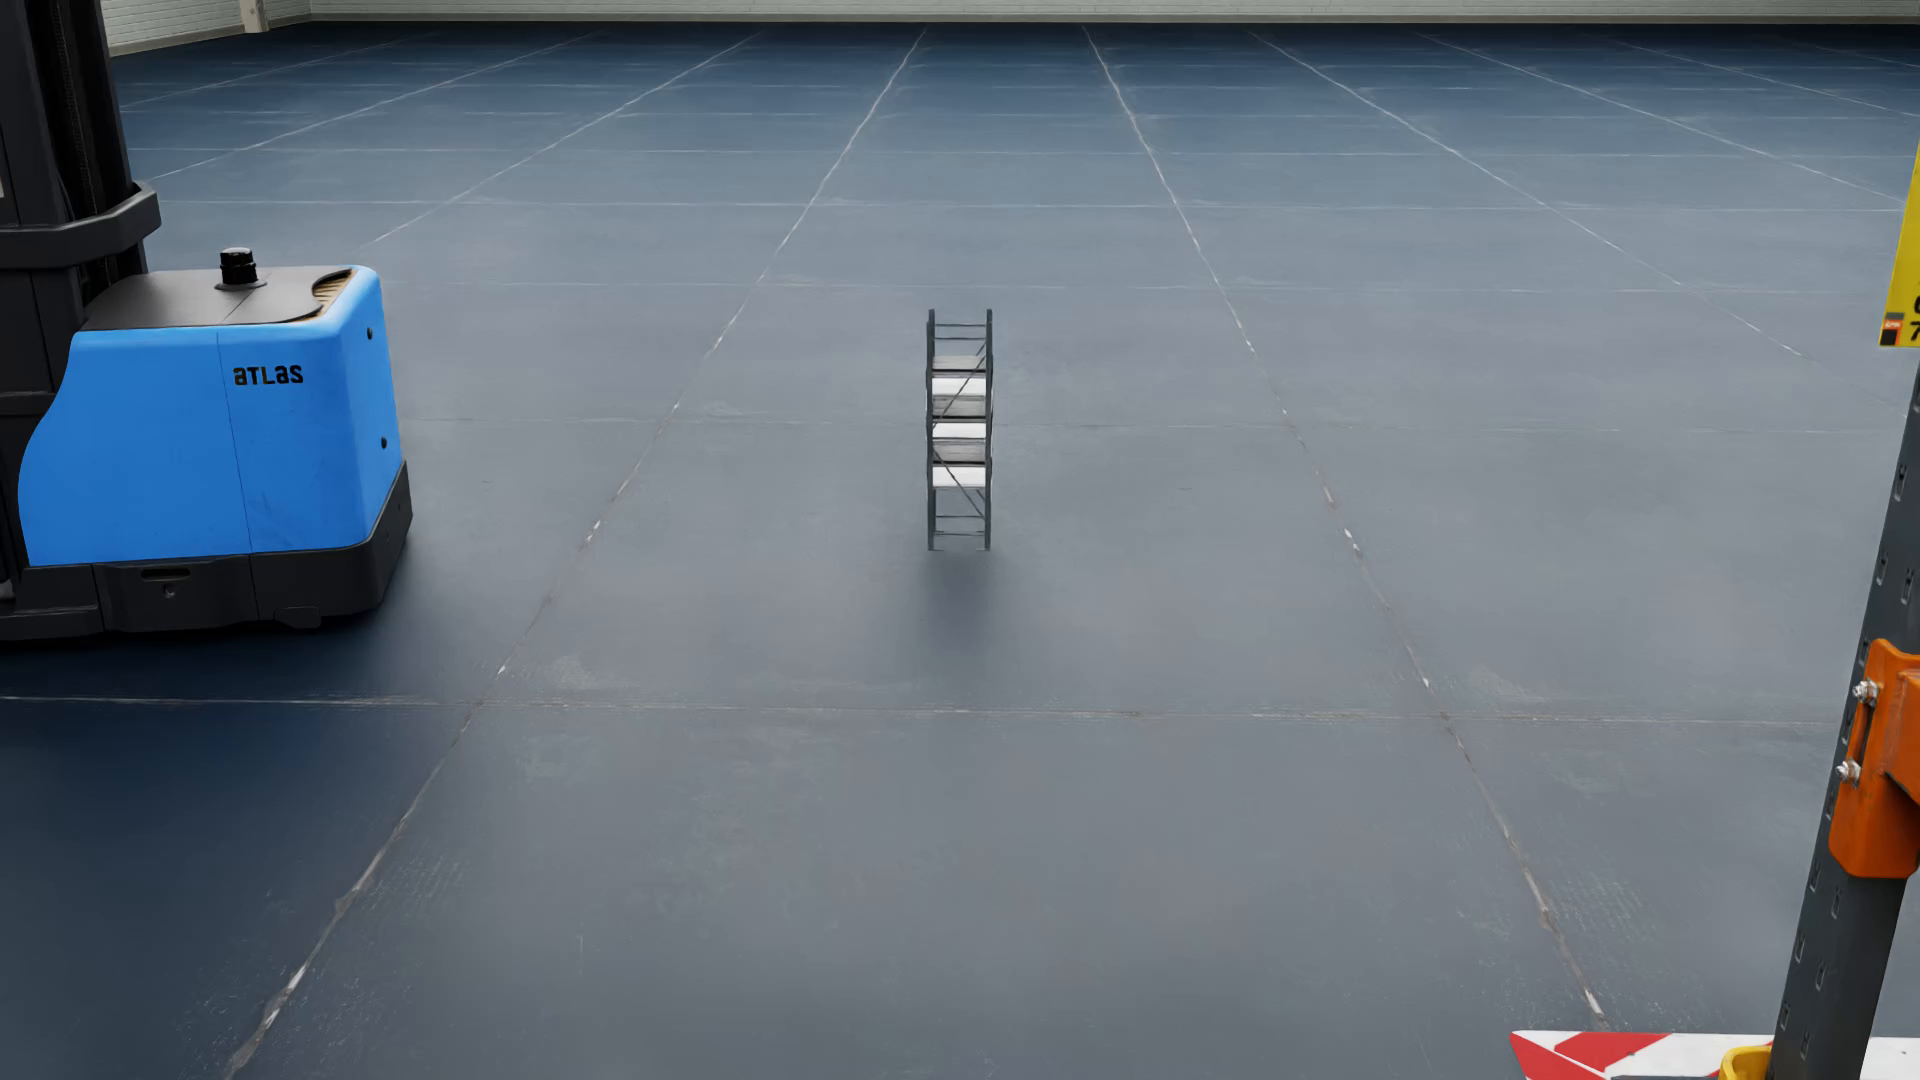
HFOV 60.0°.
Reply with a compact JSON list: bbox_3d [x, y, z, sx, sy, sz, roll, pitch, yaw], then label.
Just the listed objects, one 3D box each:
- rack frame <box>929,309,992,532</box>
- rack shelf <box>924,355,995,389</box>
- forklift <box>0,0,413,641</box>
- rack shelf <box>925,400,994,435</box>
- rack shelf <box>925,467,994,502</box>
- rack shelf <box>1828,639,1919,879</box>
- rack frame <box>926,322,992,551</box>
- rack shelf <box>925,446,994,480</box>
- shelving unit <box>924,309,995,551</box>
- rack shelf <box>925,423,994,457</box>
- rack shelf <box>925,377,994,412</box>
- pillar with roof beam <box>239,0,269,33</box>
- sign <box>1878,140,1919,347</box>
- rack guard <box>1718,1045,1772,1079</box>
[{"bbox_3d":[0.003,-0.453,6.453,0.240,0.900,0.006,1,21,2],"label":"rack frame"},{"bbox_3d":[0.000,-0.637,6.273,0.258,0.077,0.200,1,21,2],"label":"rack shelf"},{"bbox_3d":[-3.578,-1.144,5.424,3.031,2.935,1.130,-4,21,-9],"label":"forklift"},{"bbox_3d":[0.000,-0.469,6.338,0.258,0.077,0.200,1,21,2],"label":"rack shelf"},{"bbox_3d":[0.000,-0.218,6.436,0.258,0.077,0.200,1,21,2],"label":"rack shelf"},{"bbox_3d":[1.822,1.044,0.685,1.077,0.370,4.000,1,21,2],"label":"rack shelf"},{"bbox_3d":[-0.003,-0.380,6.264,0.240,0.900,0.006,1,21,2],"label":"rack frame"},{"bbox_3d":[0.000,-0.302,6.403,0.258,0.077,0.200,1,21,2],"label":"rack shelf"},{"bbox_3d":[0.000,-0.417,6.359,0.258,0.900,0.210,1,21,2],"label":"shelving unit"},{"bbox_3d":[0.000,-0.386,6.371,0.258,0.077,0.200,1,21,2],"label":"rack shelf"},{"bbox_3d":[0.000,-0.553,6.306,0.258,0.077,0.200,1,21,2],"label":"rack shelf"},{"bbox_3d":[-8.690,-13.531,28.962,9.100,9.000,0.400,1,21,2],"label":"pillar with roof beam"},{"bbox_3d":[1.341,-0.424,2.278,0.100,0.325,0.005,1,21,2],"label":"sign"},{"bbox_3d":[1.881,1.179,2.800,1.175,0.500,0.348,1,21,2],"label":"rack guard"}]
